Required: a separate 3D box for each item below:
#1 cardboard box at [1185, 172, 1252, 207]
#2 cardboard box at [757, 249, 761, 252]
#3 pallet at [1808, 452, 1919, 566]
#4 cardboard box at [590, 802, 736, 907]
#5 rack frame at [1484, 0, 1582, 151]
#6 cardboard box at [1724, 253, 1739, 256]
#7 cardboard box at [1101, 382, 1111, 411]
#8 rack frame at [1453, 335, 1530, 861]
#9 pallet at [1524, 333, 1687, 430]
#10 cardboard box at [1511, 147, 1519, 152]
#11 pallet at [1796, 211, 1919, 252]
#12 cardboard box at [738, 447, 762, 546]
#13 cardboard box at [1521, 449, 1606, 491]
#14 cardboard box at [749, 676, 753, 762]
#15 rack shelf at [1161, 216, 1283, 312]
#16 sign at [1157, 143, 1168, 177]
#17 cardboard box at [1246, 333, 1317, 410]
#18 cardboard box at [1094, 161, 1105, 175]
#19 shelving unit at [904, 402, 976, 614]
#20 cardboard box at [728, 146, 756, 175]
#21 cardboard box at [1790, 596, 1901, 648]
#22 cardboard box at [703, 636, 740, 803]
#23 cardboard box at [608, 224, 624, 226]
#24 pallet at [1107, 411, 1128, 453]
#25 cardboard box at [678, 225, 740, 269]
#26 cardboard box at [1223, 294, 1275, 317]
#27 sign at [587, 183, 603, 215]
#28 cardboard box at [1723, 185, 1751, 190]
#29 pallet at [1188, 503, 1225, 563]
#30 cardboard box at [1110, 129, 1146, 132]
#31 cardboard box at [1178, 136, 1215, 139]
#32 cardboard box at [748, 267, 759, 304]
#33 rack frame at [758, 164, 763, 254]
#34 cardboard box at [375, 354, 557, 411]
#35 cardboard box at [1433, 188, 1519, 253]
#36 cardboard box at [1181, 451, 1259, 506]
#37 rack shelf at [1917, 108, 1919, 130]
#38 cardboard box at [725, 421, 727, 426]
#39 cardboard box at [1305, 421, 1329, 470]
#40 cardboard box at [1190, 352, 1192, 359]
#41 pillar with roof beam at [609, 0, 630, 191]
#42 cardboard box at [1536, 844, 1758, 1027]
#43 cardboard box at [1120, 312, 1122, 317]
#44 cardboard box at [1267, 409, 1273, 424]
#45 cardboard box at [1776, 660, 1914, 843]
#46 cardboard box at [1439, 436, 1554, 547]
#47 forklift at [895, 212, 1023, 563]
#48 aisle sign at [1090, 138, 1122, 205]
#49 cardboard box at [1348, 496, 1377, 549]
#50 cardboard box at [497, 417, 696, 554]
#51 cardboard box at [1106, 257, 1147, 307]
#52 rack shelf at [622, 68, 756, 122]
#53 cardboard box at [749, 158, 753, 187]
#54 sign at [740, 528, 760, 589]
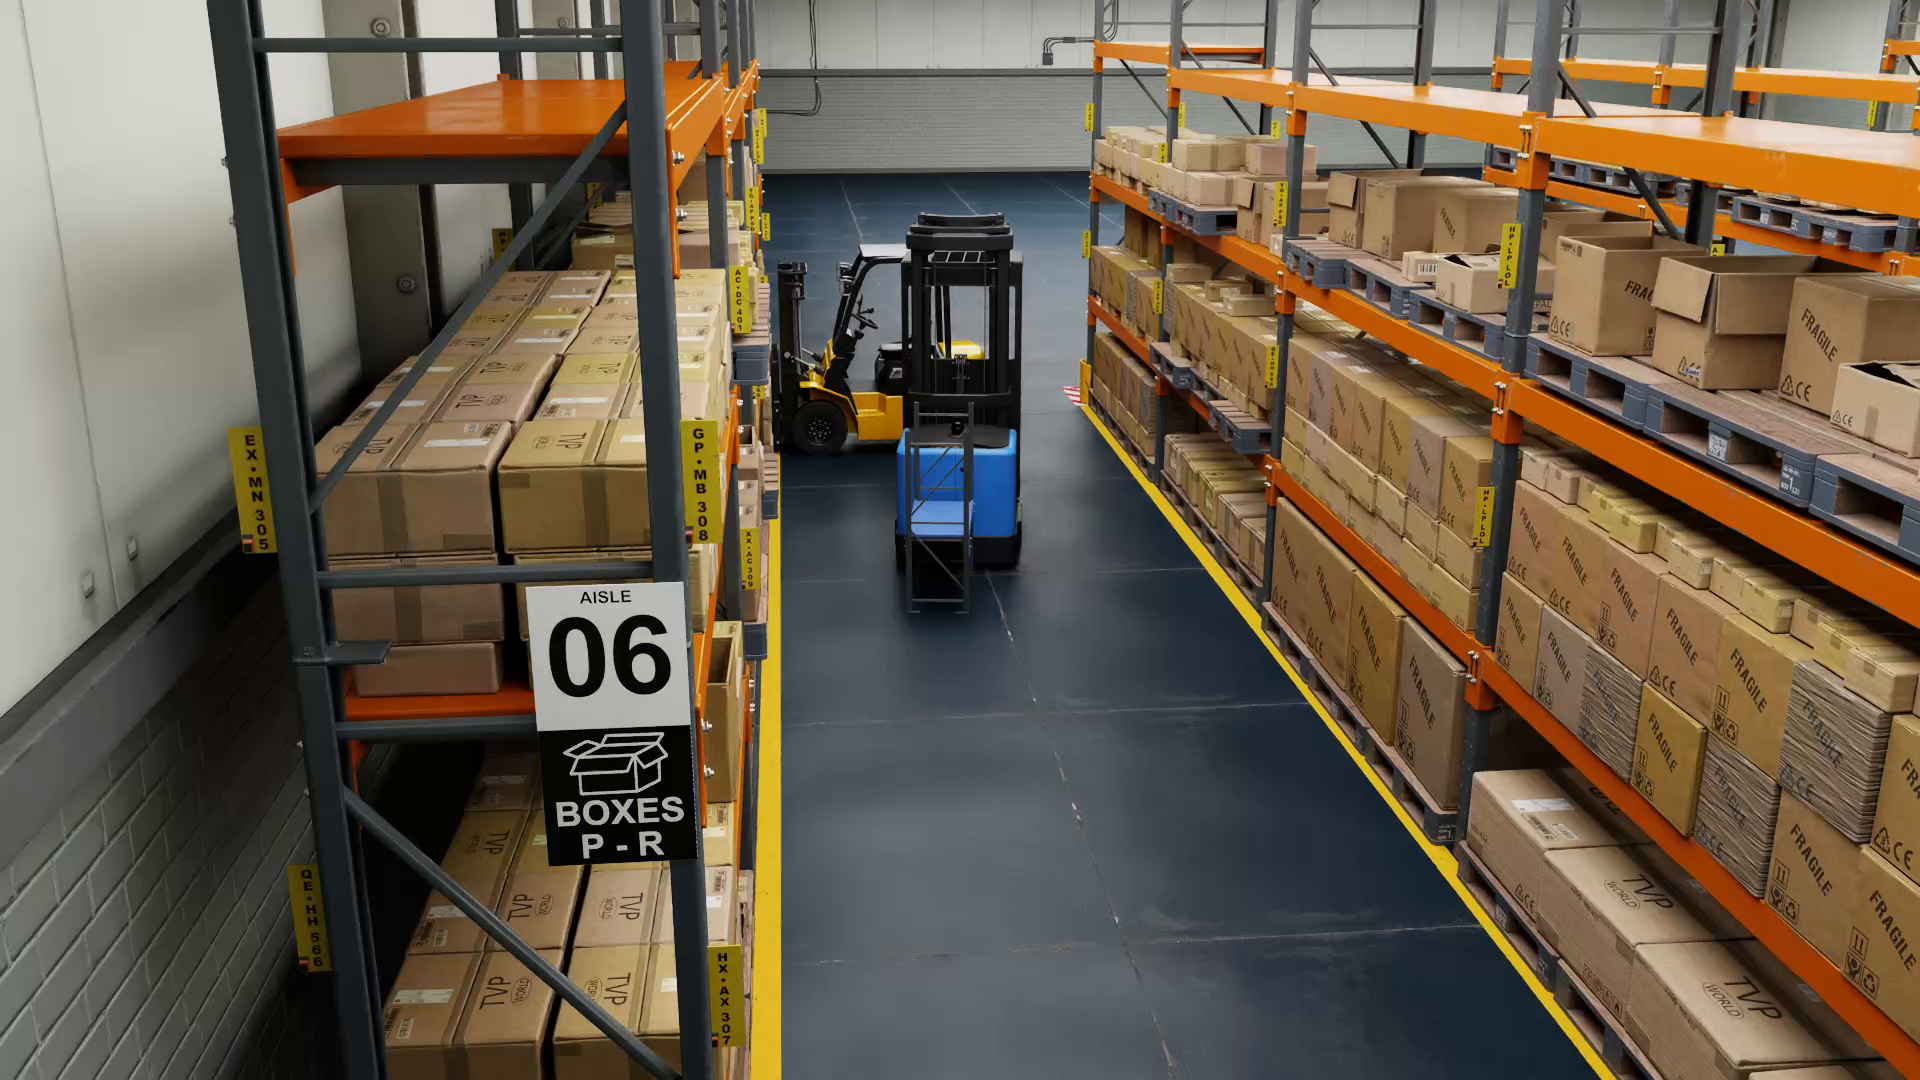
[{"bbox_3d":[2.286,-3.084,14.607,0.500,0.250,0.500,-2,18,-6],"label":"cardboard box"},{"bbox_3d":[-2.406,-3.147,18.519,0.380,0.149,0.250,-1,17,-4],"label":"cardboard box"},{"bbox_3d":[3.648,-0.045,5.527,1.003,0.211,1.213,-2,18,-6],"label":"pallet"},{"bbox_3d":[-1.088,1.204,6.162,0.500,0.250,0.500,-2,18,-7],"label":"cardboard box"},{"bbox_3d":[6.998,-6.248,20.128,1.000,3.000,0.127,-2,18,-6],"label":"rack frame"},{"bbox_3d":[7.468,-2.571,16.595,0.700,0.500,0.500,-2,18,-7],"label":"cardboard box"},{"bbox_3d":[1.938,-1.690,19.515,0.500,0.250,0.500,-1,17,-4],"label":"cardboard box"},{"bbox_3d":[3.322,0.373,9.056,1.000,3.000,0.127,-2,18,-6],"label":"rack frame"},{"bbox_3d":[3.396,-0.772,7.842,1.003,0.211,1.213,-2,18,-6],"label":"pallet"},{"bbox_3d":[6.767,-4.682,19.701,0.380,0.149,0.250,-2,18,-5],"label":"cardboard box"},{"bbox_3d":[7.704,-2.533,13.619,1.213,0.211,1.003,-1,17,-3],"label":"pallet"},{"bbox_3d":[-1.576,-0.260,10.203,0.700,0.500,0.500,-2,18,-6],"label":"cardboard box"},{"bbox_3d":[3.097,-0.360,8.469,0.380,0.149,0.250,-2,18,-6],"label":"cardboard box"},{"bbox_3d":[-1.552,1.061,10.335,0.500,0.500,0.500,-2,18,-7],"label":"cardboard box"},{"bbox_3d":[2.704,-2.503,14.408,1.077,0.370,4.000,-2,18,-6],"label":"rack shelf"},{"bbox_3d":[1.958,-3.670,16.060,0.100,0.325,0.005,-2,18,-6],"label":"sign"},{"bbox_3d":[2.586,-1.336,13.133,0.500,0.500,0.500,-2,18,-7],"label":"cardboard box"},{"bbox_3d":[1.796,-4.405,19.685,0.380,0.149,0.250,-2,18,-6],"label":"cardboard box"},{"bbox_3d":[-0.157,-0.282,13.645,0.538,1.500,1.048,1,17,2],"label":"shelving unit"},{"bbox_3d":[-2.283,-3.749,16.455,0.500,0.311,0.500,-1,17,-5],"label":"cardboard box"},{"bbox_3d":[3.397,0.324,6.292,0.380,0.149,0.250,-2,18,-6],"label":"cardboard box"},{"bbox_3d":[-1.136,0.700,6.514,0.500,0.500,0.500,-1,17,-4],"label":"cardboard box"},{"bbox_3d":[-2.073,-1.863,10.256,0.380,0.149,0.250,-2,18,-6],"label":"cardboard box"},{"bbox_3d":[2.264,-1.244,18.860,1.003,0.211,1.213,-2,18,-6],"label":"pallet"},{"bbox_3d":[-1.298,-1.472,8.288,0.396,0.266,0.258,-2,18,-6],"label":"cardboard box"},{"bbox_3d":[2.461,-1.997,14.157,0.380,0.149,0.250,-3,18,-8],"label":"cardboard box"},{"bbox_3d":[-2.580,-2.366,11.774,0.100,0.325,0.005,-2,18,-6],"label":"sign"},{"bbox_3d":[7.296,-3.328,15.386,0.380,0.149,0.250,-2,18,-6],"label":"cardboard box"},{"bbox_3d":[2.708,-0.084,15.166,1.003,0.211,1.213,-2,18,-6],"label":"pallet"},{"bbox_3d":[1.925,-4.631,19.074,0.380,0.149,0.250,-2,18,-6],"label":"cardboard box"},{"bbox_3d":[2.547,-4.267,17.915,0.380,0.149,0.250,-1,17,-5],"label":"cardboard box"},{"bbox_3d":[-1.209,-1.277,8.356,0.380,0.149,0.250,-1,17,-4],"label":"cardboard box"},{"bbox_3d":[-2.852,-3.048,19.952,1.000,3.000,0.127,-2,18,-6],"label":"rack frame"},{"bbox_3d":[-1.642,-0.453,5.597,0.500,0.250,0.500,-2,18,-5],"label":"cardboard box"},{"bbox_3d":[3.380,-1.982,10.680,0.500,0.500,0.500,-2,18,-5],"label":"cardboard box"},{"bbox_3d":[2.631,-0.587,15.799,0.950,0.372,0.625,-1,17,-2],"label":"cardboard box"},{"bbox_3d":[8.029,-2.735,10.806,1.077,0.370,4.000,-2,18,-6],"label":"rack shelf"},{"bbox_3d":[-1.261,-0.613,7.607,0.380,0.149,0.250,-2,18,-6],"label":"cardboard box"},{"bbox_3d":[2.769,-0.674,11.803,0.500,0.250,0.500,-1,17,-4],"label":"cardboard box"},{"bbox_3d":[2.362,-1.760,15.567,0.380,0.149,0.250,-1,17,-2],"label":"cardboard box"},{"bbox_3d":[0.605,-5.808,18.727,9.100,9.000,0.400,-2,18,-6],"label":"pillar with roof beam"},{"bbox_3d":[3.373,1.852,7.921,0.875,0.438,0.875,-2,18,-7],"label":"cardboard box"},{"bbox_3d":[2.028,-2.589,18.908,0.380,0.149,0.250,-1,17,-4],"label":"cardboard box"},{"bbox_3d":[2.642,-0.990,13.114,0.380,0.149,0.250,-1,17,-4],"label":"cardboard box"},{"bbox_3d":[3.365,0.748,6.022,0.500,0.500,0.500,-2,18,-5],"label":"cardboard box"},{"bbox_3d":[3.027,-0.278,9.290,0.500,0.500,0.500,-1,17,-4],"label":"cardboard box"},{"bbox_3d":[0.027,-1.585,15.405,1.130,2.935,3.031,1,17,2],"label":"forklift"},{"bbox_3d":[1.770,-4.452,20.083,0.394,0.787,0.004,-2,18,-6],"label":"aisle sign"},{"bbox_3d":[2.883,-0.138,10.933,0.500,0.250,0.500,-2,18,-6],"label":"cardboard box"},{"bbox_3d":[-0.998,-0.161,4.667,0.500,0.250,0.500,-2,18,-6],"label":"cardboard box"},{"bbox_3d":[1.968,-2.937,18.933,0.500,0.500,0.500,-2,18,-7],"label":"cardboard box"},{"bbox_3d":[-2.233,-3.589,13.527,1.077,0.370,4.000,-2,18,-6],"label":"rack shelf"},{"bbox_3d":[-2.122,-3.285,14.979,0.500,0.311,0.500,-2,18,-7],"label":"cardboard box"},{"bbox_3d":[-1.075,0.095,8.495,0.100,0.325,0.005,-2,18,-6],"label":"sign"}]
